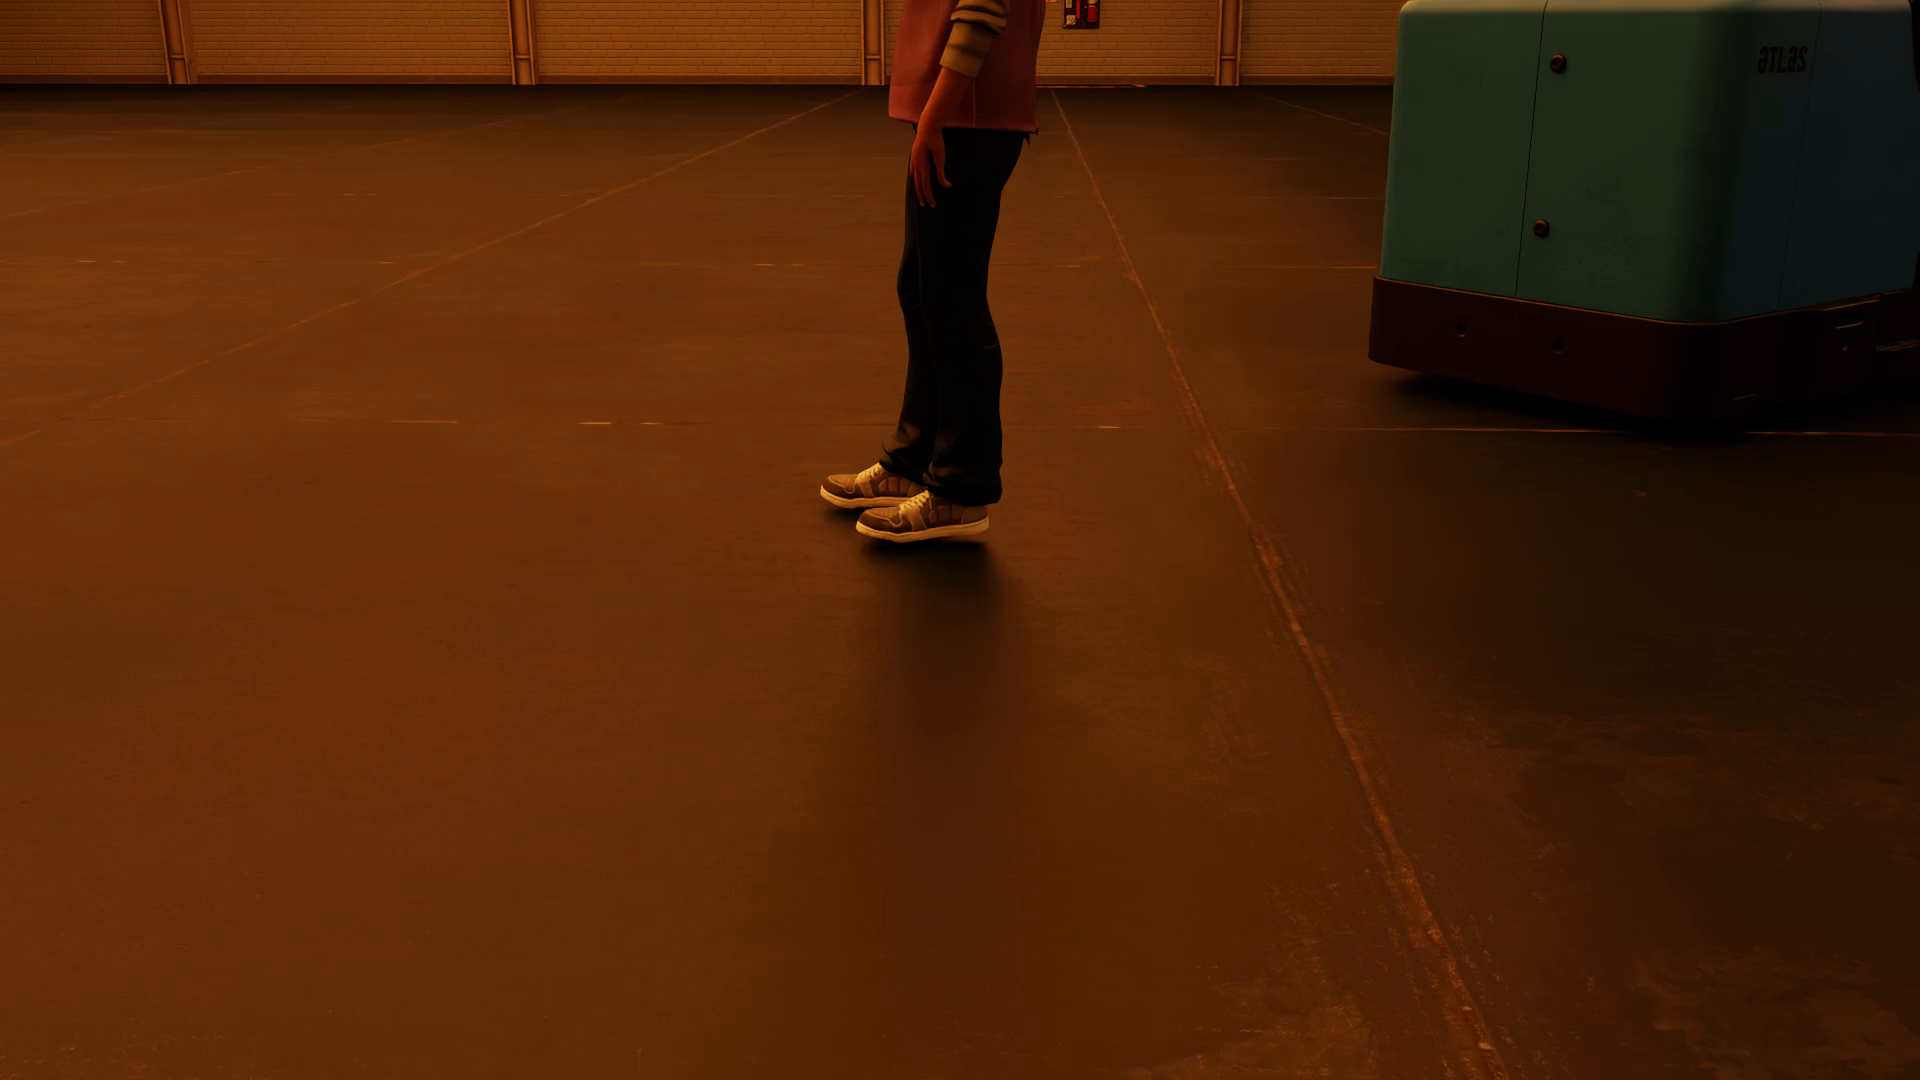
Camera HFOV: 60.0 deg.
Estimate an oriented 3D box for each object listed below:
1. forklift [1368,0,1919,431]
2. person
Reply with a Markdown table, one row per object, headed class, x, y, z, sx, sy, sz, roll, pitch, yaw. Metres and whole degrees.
| class | x | y | z | sx | sy | sz | roll | pitch | yaw |
| --- | --- | --- | --- | --- | --- | --- | --- | --- | --- |
| forklift | 2.675 | -1.996 | 4.855 | 3.031 | 2.935 | 1.130 | -12 | 21 | -34 |
| person | -0.073 | -0.773 | 3.149 | 0.475 | 1.593 | 0.520 | 1 | 17 | 2 |
